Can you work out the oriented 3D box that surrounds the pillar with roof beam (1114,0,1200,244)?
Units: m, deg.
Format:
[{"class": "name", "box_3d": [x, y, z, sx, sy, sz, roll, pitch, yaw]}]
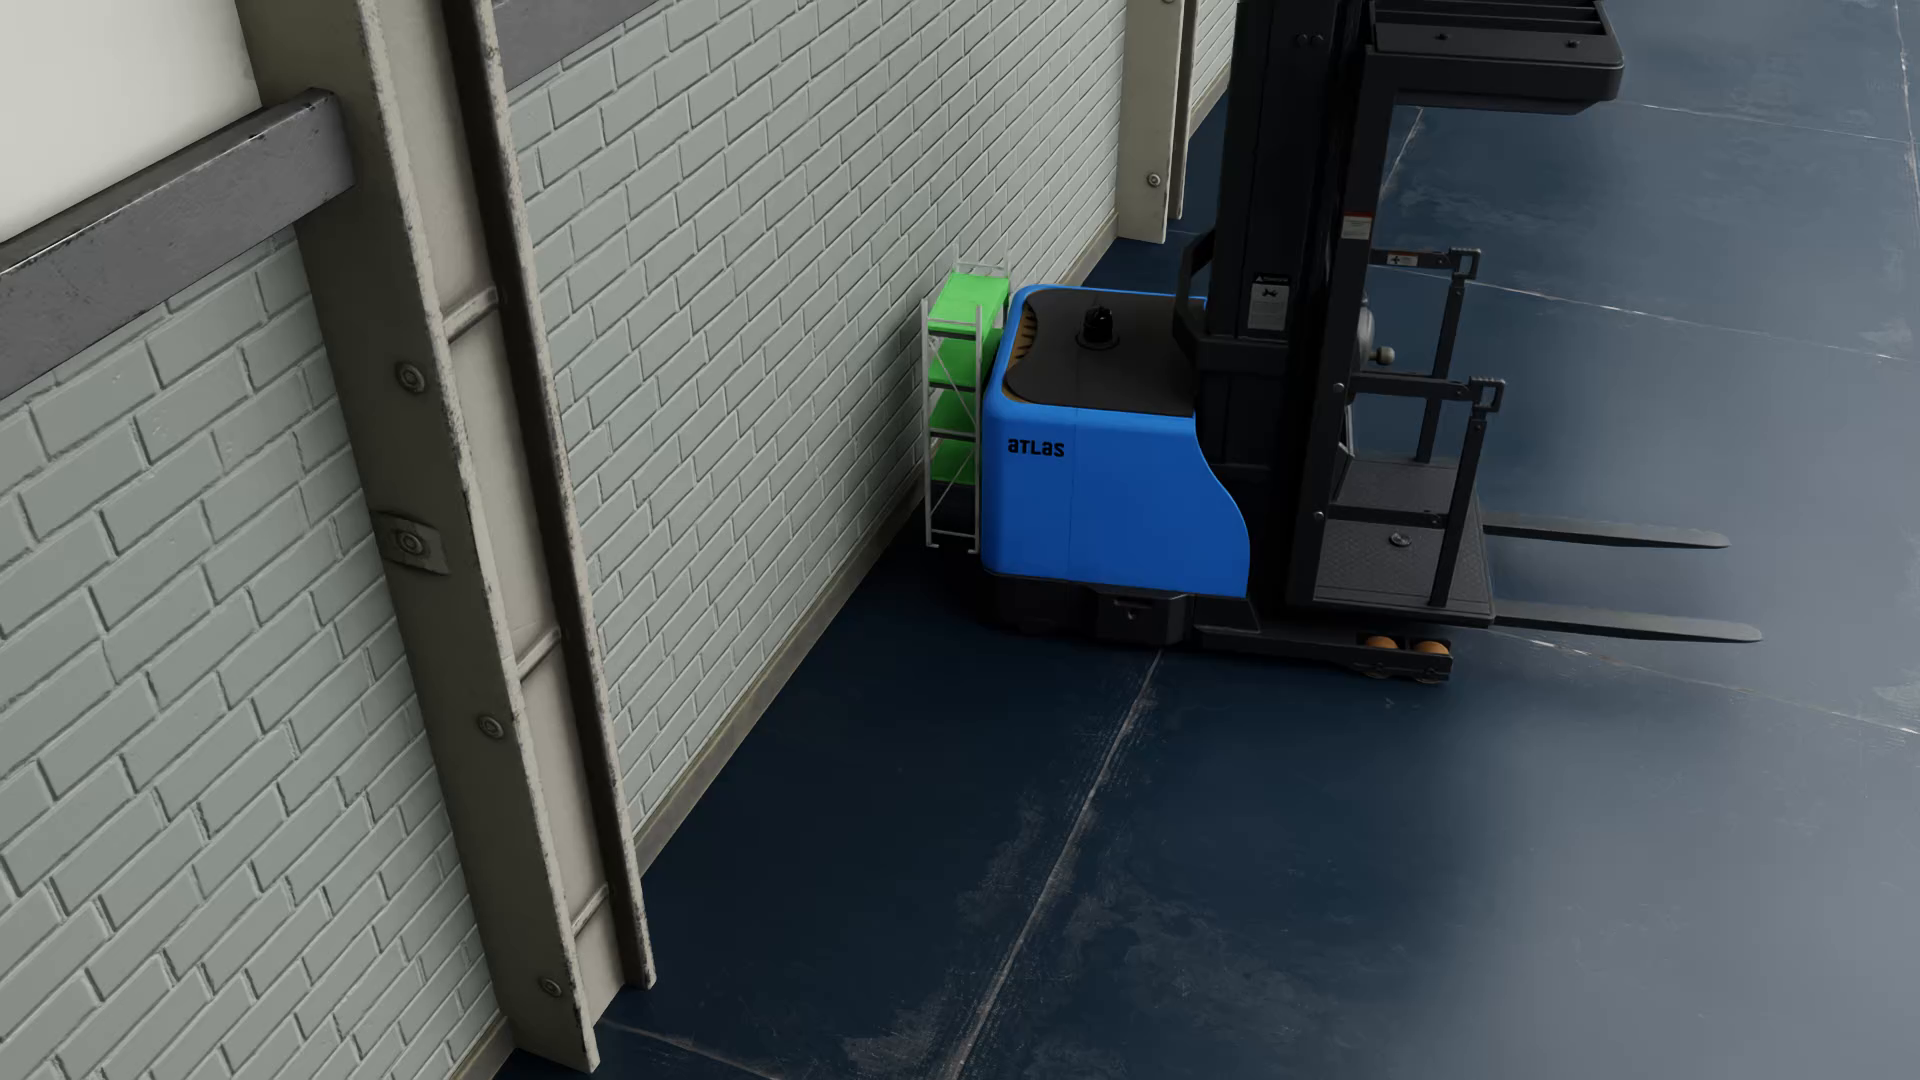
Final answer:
[{"class": "pillar with roof beam", "box_3d": [5.072, -4.461, 5.702, 9.100, 9.000, 0.400, 14, 39, 18]}]

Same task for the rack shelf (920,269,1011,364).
[{"class": "rack shelf", "box_3d": [0.027, -0.917, 6.779, 0.258, 0.148, 0.480, 8, 38, 12]}]

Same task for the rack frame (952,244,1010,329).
[{"class": "rack frame", "box_3d": [0.089, -0.725, 7.217, 0.240, 1.200, 0.015, 8, 38, 12]}]

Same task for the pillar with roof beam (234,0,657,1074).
[{"class": "pillar with roof beam", "box_3d": [2.789, -1.139, 1.257, 9.100, 9.000, 0.400, 14, 39, 18]}]

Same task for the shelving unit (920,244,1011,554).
[{"class": "shelving unit", "box_3d": [0.029, -0.583, 7.027, 0.258, 1.200, 0.503, 8, 38, 12]}]

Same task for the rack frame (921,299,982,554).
[{"class": "rack frame", "box_3d": [-0.031, -0.442, 6.838, 0.240, 1.200, 0.015, 8, 38, 12]}]

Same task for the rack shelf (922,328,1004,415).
[{"class": "rack shelf", "box_3d": [0.028, -0.724, 6.922, 0.258, 0.148, 0.480, 8, 38, 12]}]

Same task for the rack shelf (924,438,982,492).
[{"class": "rack shelf", "box_3d": [0.030, -0.340, 7.209, 0.258, 0.148, 0.480, 8, 38, 12]}]

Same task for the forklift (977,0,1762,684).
[{"class": "forklift", "box_3d": [1.634, -0.957, 6.083, 3.031, 2.935, 1.130, 6, 37, 7]}]

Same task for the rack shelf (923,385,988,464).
[{"class": "rack shelf", "box_3d": [0.029, -0.532, 7.065, 0.258, 0.148, 0.480, 8, 38, 12]}]
